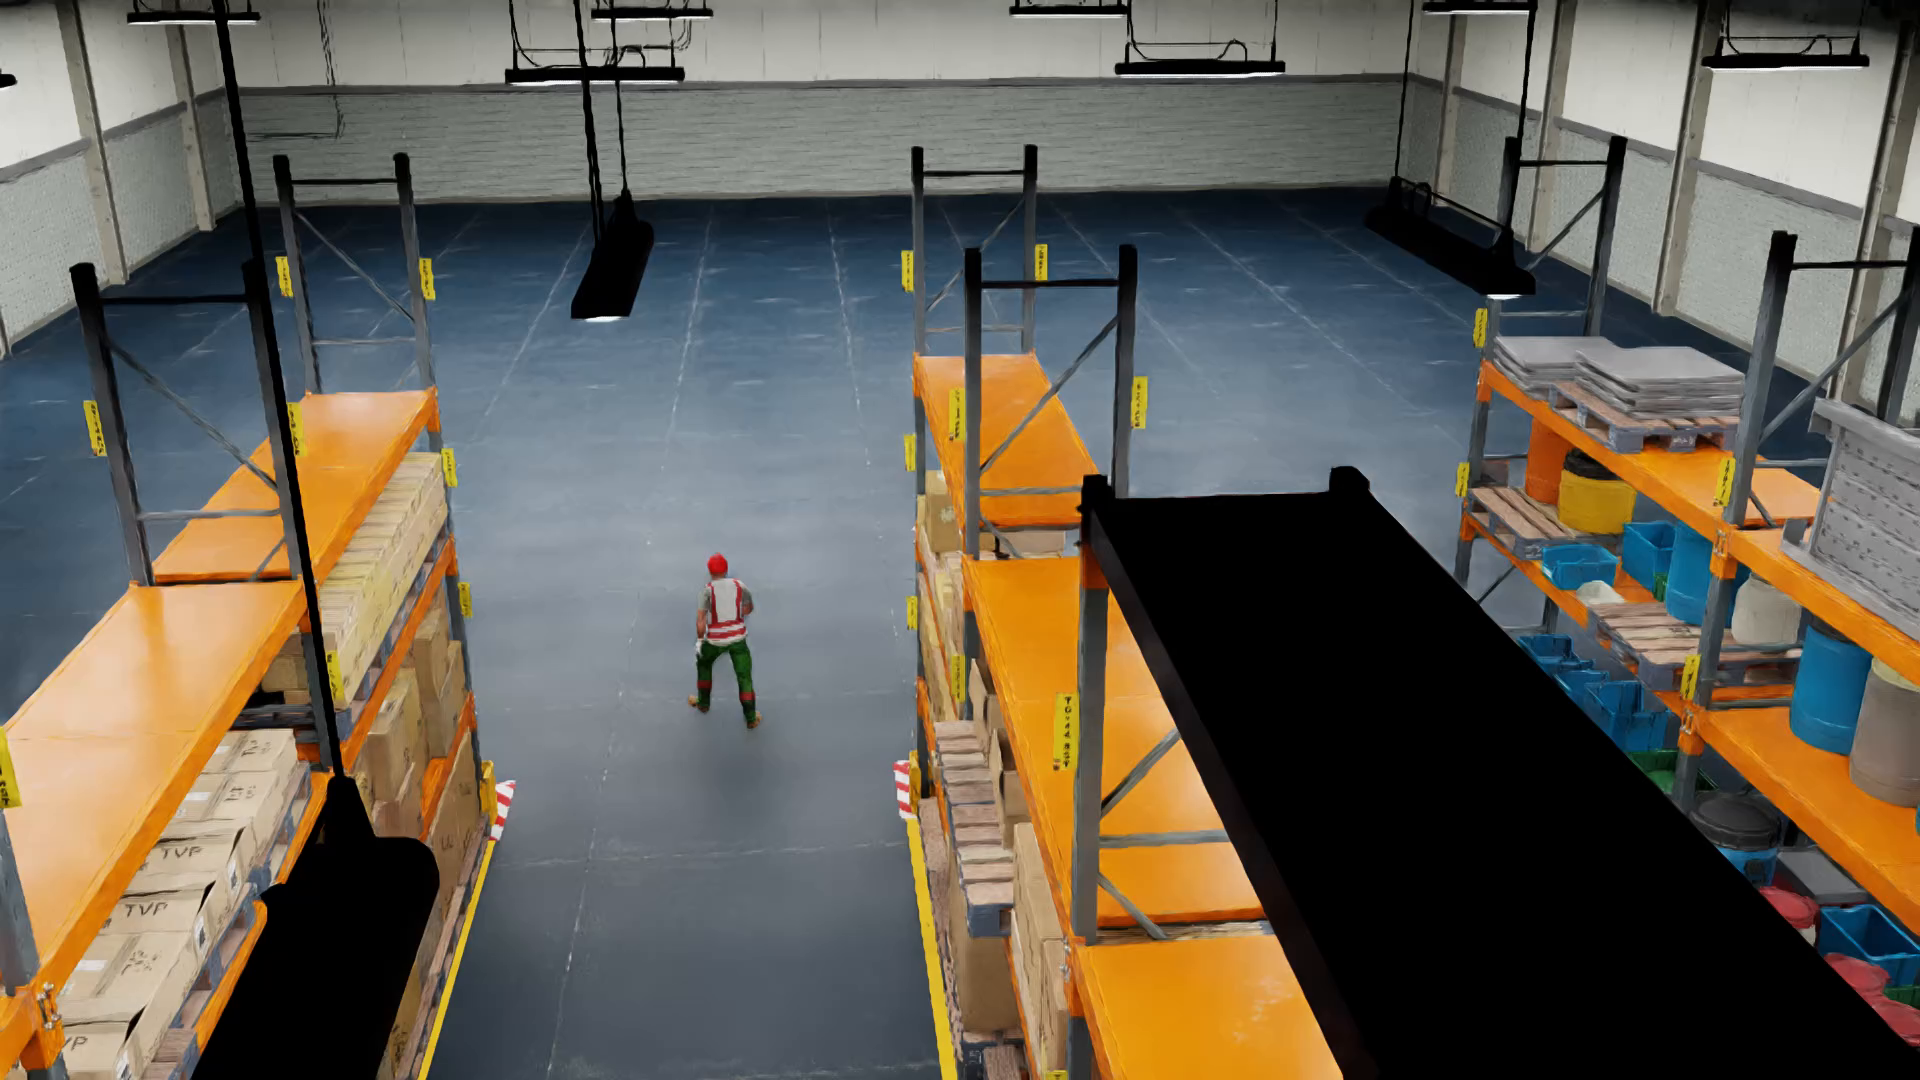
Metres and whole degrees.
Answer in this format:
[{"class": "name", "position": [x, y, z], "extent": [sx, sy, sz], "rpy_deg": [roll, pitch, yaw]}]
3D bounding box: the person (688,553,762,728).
[{"class": "person", "position": [-2.381, 0.989, 16.784], "extent": [0.686, 1.716, 0.838], "rpy_deg": [-8, 23, -20]}]
